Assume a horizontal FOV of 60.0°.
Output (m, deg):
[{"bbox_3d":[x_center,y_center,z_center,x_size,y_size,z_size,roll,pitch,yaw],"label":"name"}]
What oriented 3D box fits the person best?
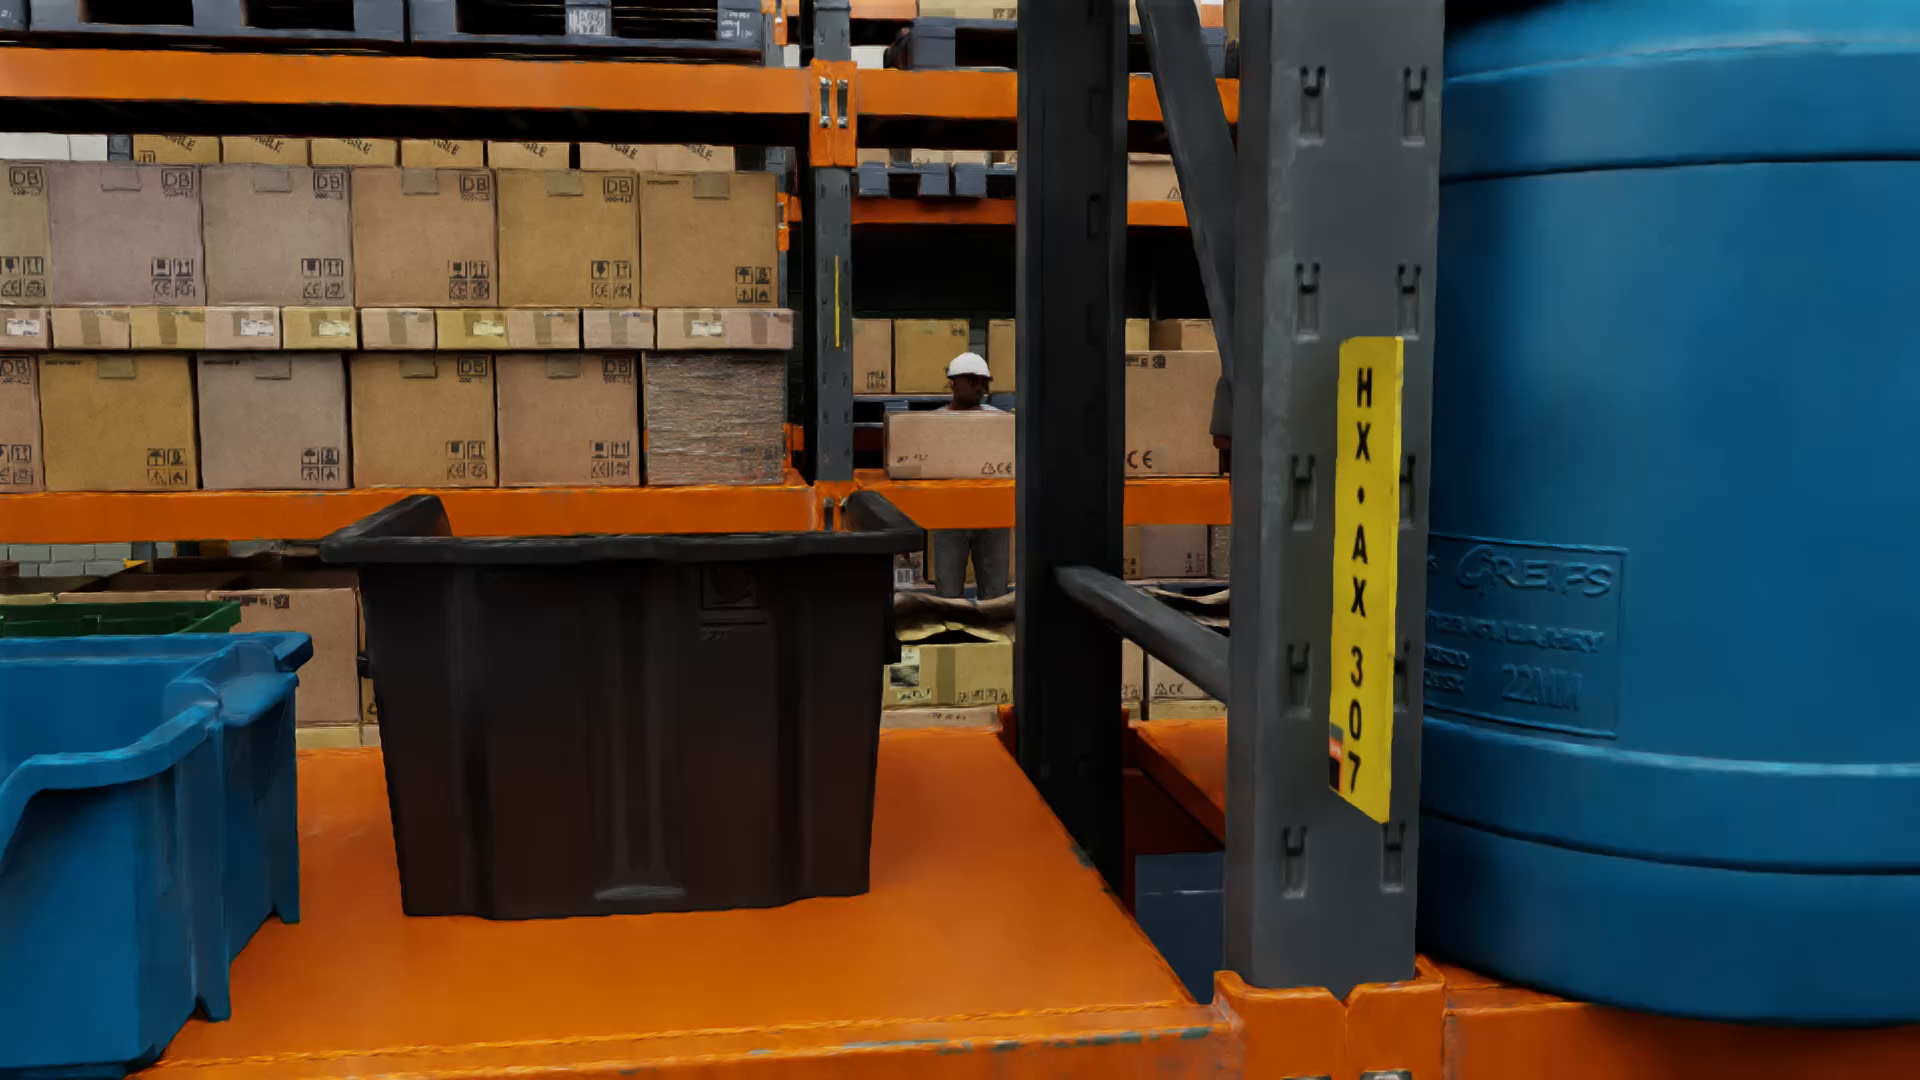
[{"bbox_3d":[0.037,-0.080,8.651,0.682,1.766,0.479,-1,7,-12],"label":"person"}]
